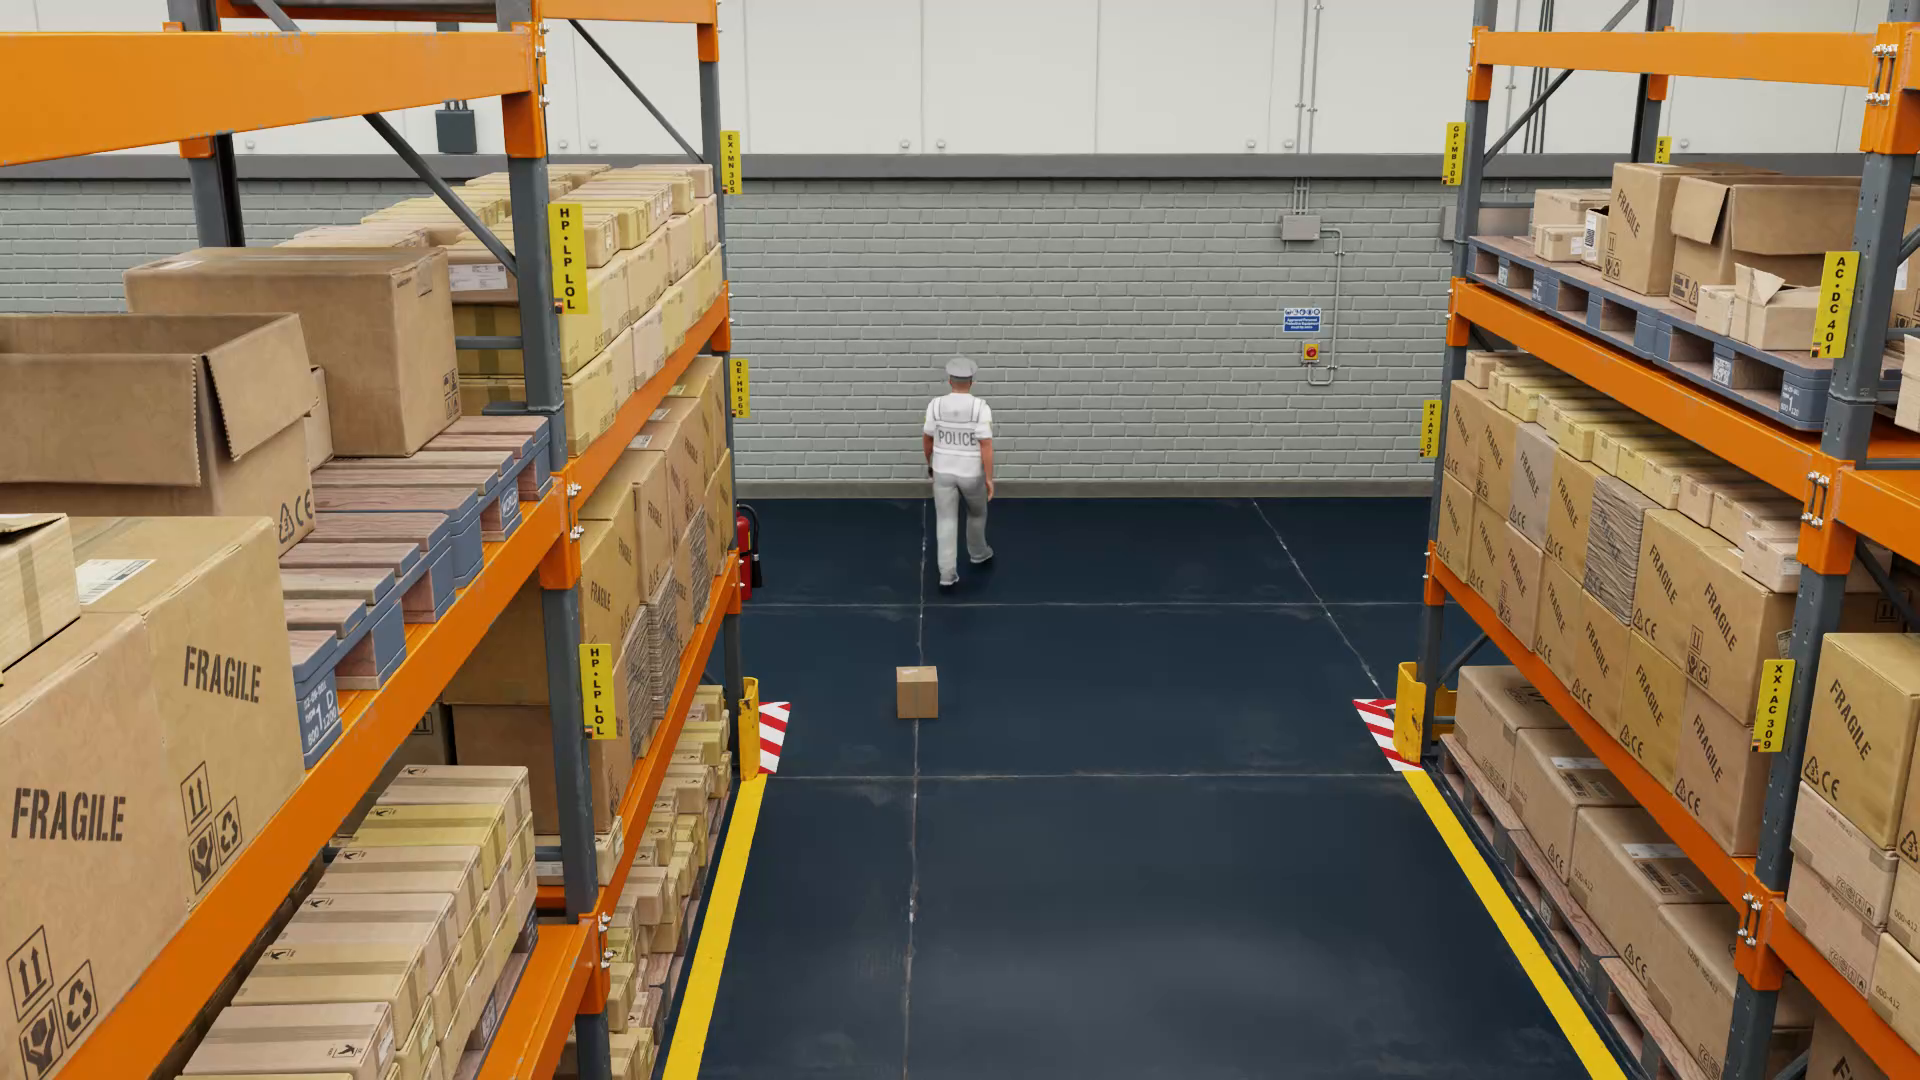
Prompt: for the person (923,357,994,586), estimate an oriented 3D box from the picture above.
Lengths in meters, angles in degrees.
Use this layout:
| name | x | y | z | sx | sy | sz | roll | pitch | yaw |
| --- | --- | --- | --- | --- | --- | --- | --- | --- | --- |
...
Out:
| name | x | y | z | sx | sy | sz | roll | pitch | yaw |
| --- | --- | --- | --- | --- | --- | --- | --- | --- | --- |
| person | 0.003 | -0.579 | 12.849 | 0.572 | 1.713 | 1.001 | 2 | 17 | 7 |
